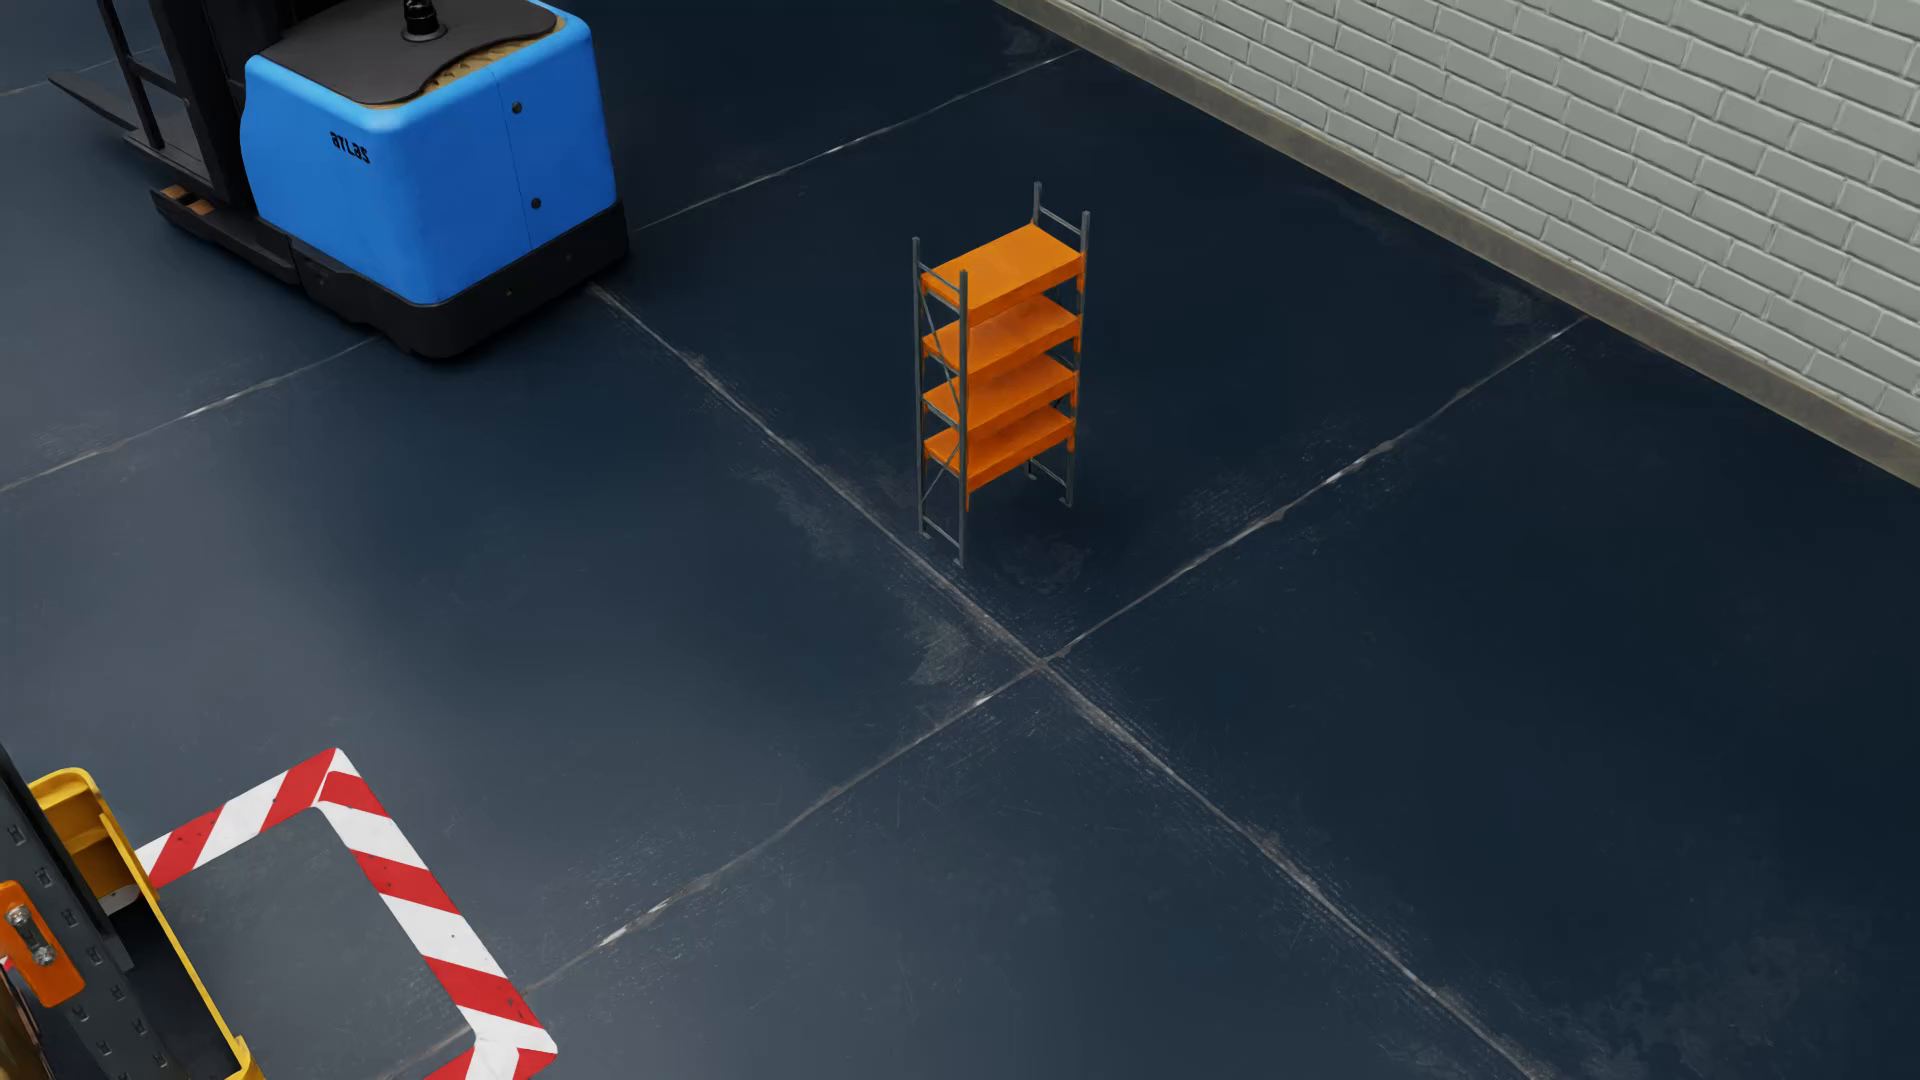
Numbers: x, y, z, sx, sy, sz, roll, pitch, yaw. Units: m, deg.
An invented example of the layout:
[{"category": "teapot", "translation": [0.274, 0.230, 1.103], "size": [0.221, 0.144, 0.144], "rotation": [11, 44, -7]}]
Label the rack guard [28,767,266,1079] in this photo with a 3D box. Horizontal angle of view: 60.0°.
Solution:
[{"category": "rack guard", "translation": [-2.085, 1.145, 4.165], "size": [0.348, 0.500, 1.175], "rotation": [-30, 51, -28]}]

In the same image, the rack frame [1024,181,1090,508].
[{"category": "rack frame", "translation": [0.314, -0.617, 5.531], "size": [0.015, 1.200, 0.240], "rotation": [-30, 51, -28]}]

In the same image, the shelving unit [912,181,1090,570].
[{"category": "shelving unit", "translation": [0.127, -0.510, 5.417], "size": [0.503, 1.200, 0.258], "rotation": [-30, 51, -28]}]

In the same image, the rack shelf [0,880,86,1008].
[{"category": "rack shelf", "translation": [-3.638, 1.385, 2.609], "size": [4.000, 0.370, 1.077], "rotation": [-30, 51, -28]}]

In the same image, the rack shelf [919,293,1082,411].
[{"category": "rack shelf", "translation": [0.127, -0.624, 5.310], "size": [0.480, 0.148, 0.258], "rotation": [-30, 51, -28]}]

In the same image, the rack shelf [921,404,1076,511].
[{"category": "rack shelf", "translation": [0.127, -0.316, 5.599], "size": [0.480, 0.148, 0.258], "rotation": [-30, 51, -28]}]

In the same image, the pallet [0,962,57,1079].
[{"category": "pallet", "translation": [-2.667, 1.654, 3.835], "size": [1.213, 0.211, 1.003], "rotation": [-30, 51, -28]}]

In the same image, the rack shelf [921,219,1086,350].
[{"category": "rack shelf", "translation": [0.127, -0.796, 5.148], "size": [0.480, 0.148, 0.258], "rotation": [-30, 51, -28]}]

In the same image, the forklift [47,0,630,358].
[{"category": "forklift", "translation": [-2.850, -2.608, 6.386], "size": [3.031, 2.935, 1.130], "rotation": [28, 50, 27]}]

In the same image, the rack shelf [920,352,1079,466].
[{"category": "rack shelf", "translation": [0.127, -0.461, 5.463], "size": [0.480, 0.148, 0.258], "rotation": [-30, 51, -28]}]

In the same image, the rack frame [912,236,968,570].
[{"category": "rack frame", "translation": [-0.060, -0.403, 5.303], "size": [0.015, 1.200, 0.240], "rotation": [-30, 51, -28]}]

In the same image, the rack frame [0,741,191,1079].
[{"category": "rack frame", "translation": [-2.104, 0.245, 3.298], "size": [0.127, 3.000, 1.000], "rotation": [-30, 51, -28]}]
